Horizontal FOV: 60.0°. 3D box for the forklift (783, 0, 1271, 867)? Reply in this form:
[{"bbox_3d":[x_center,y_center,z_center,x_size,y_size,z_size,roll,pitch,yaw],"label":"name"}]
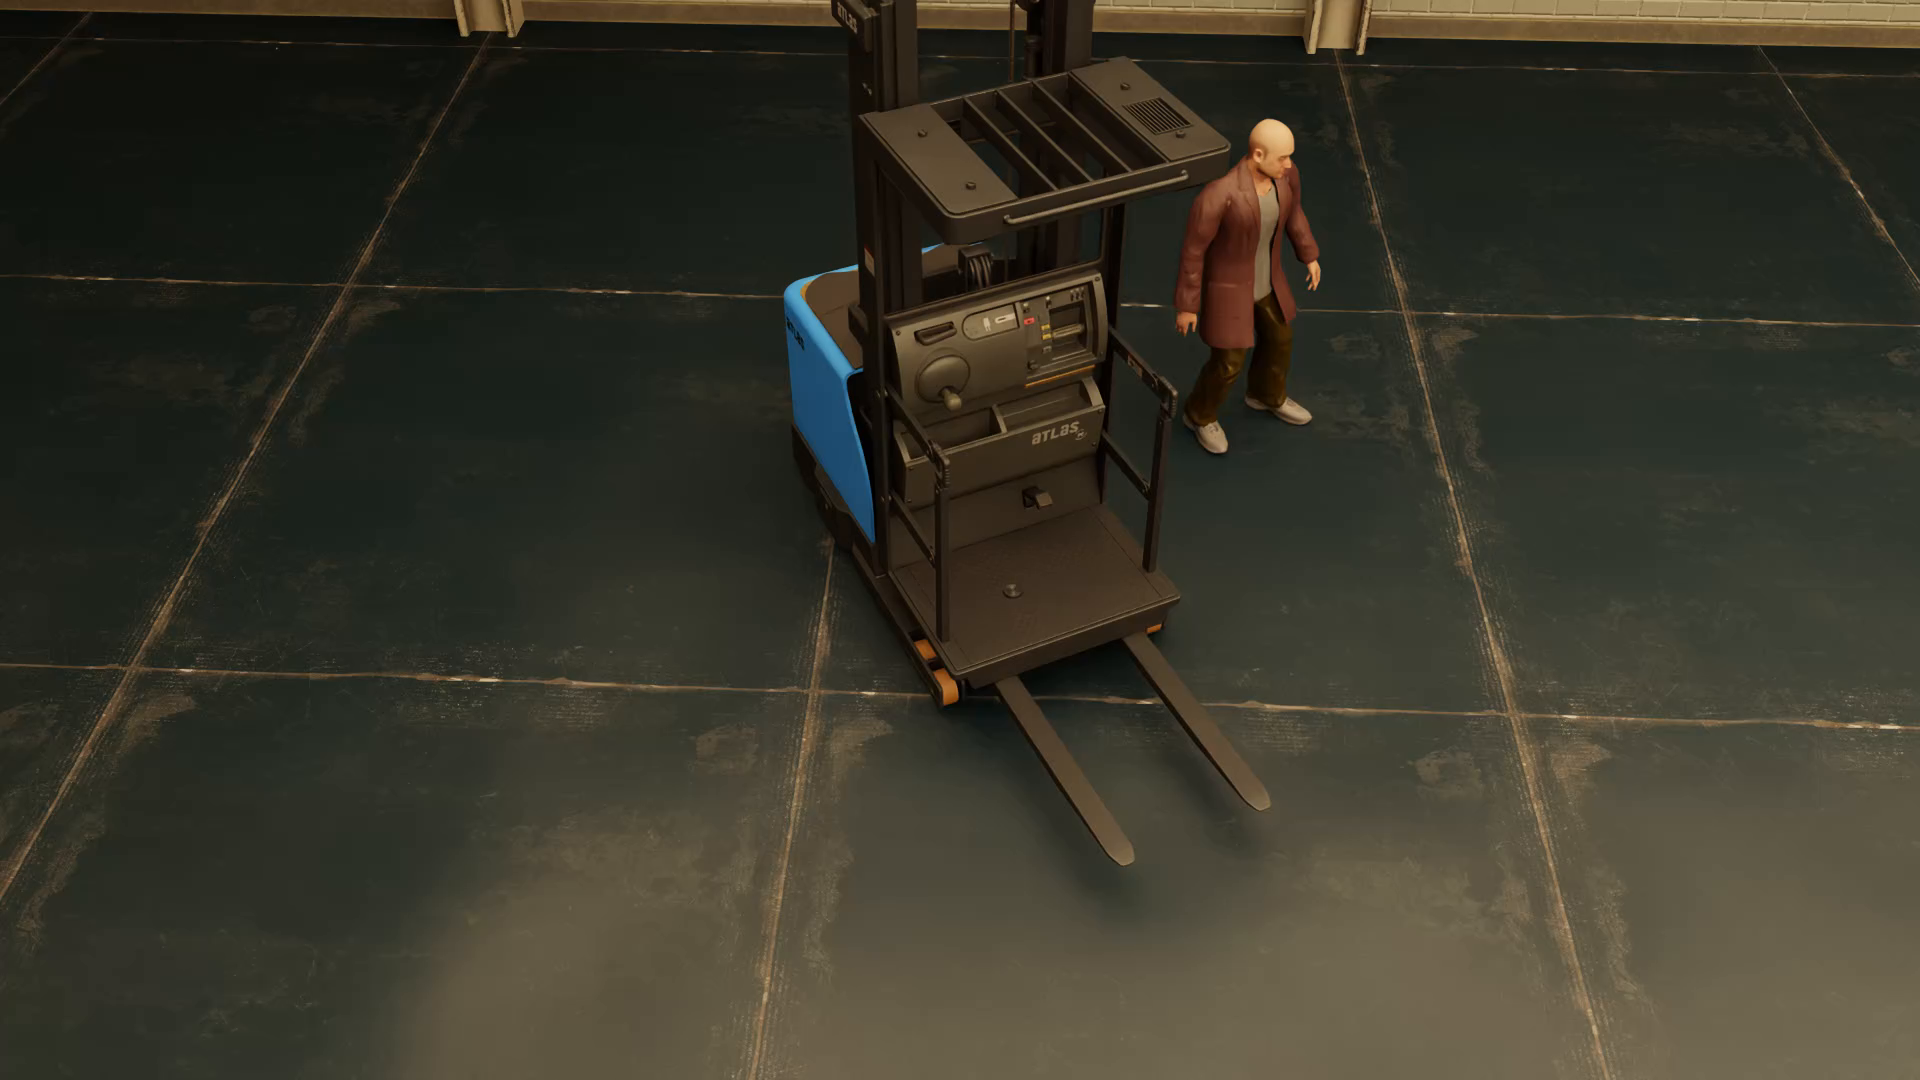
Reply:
[{"bbox_3d":[0.261,-0.710,6.520,1.130,2.935,3.031,-18,45,-18],"label":"forklift"}]

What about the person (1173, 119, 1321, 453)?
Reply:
[{"bbox_3d":[1.379,-1.208,7.940,0.817,1.753,0.450,-27,49,-26],"label":"person"}]
